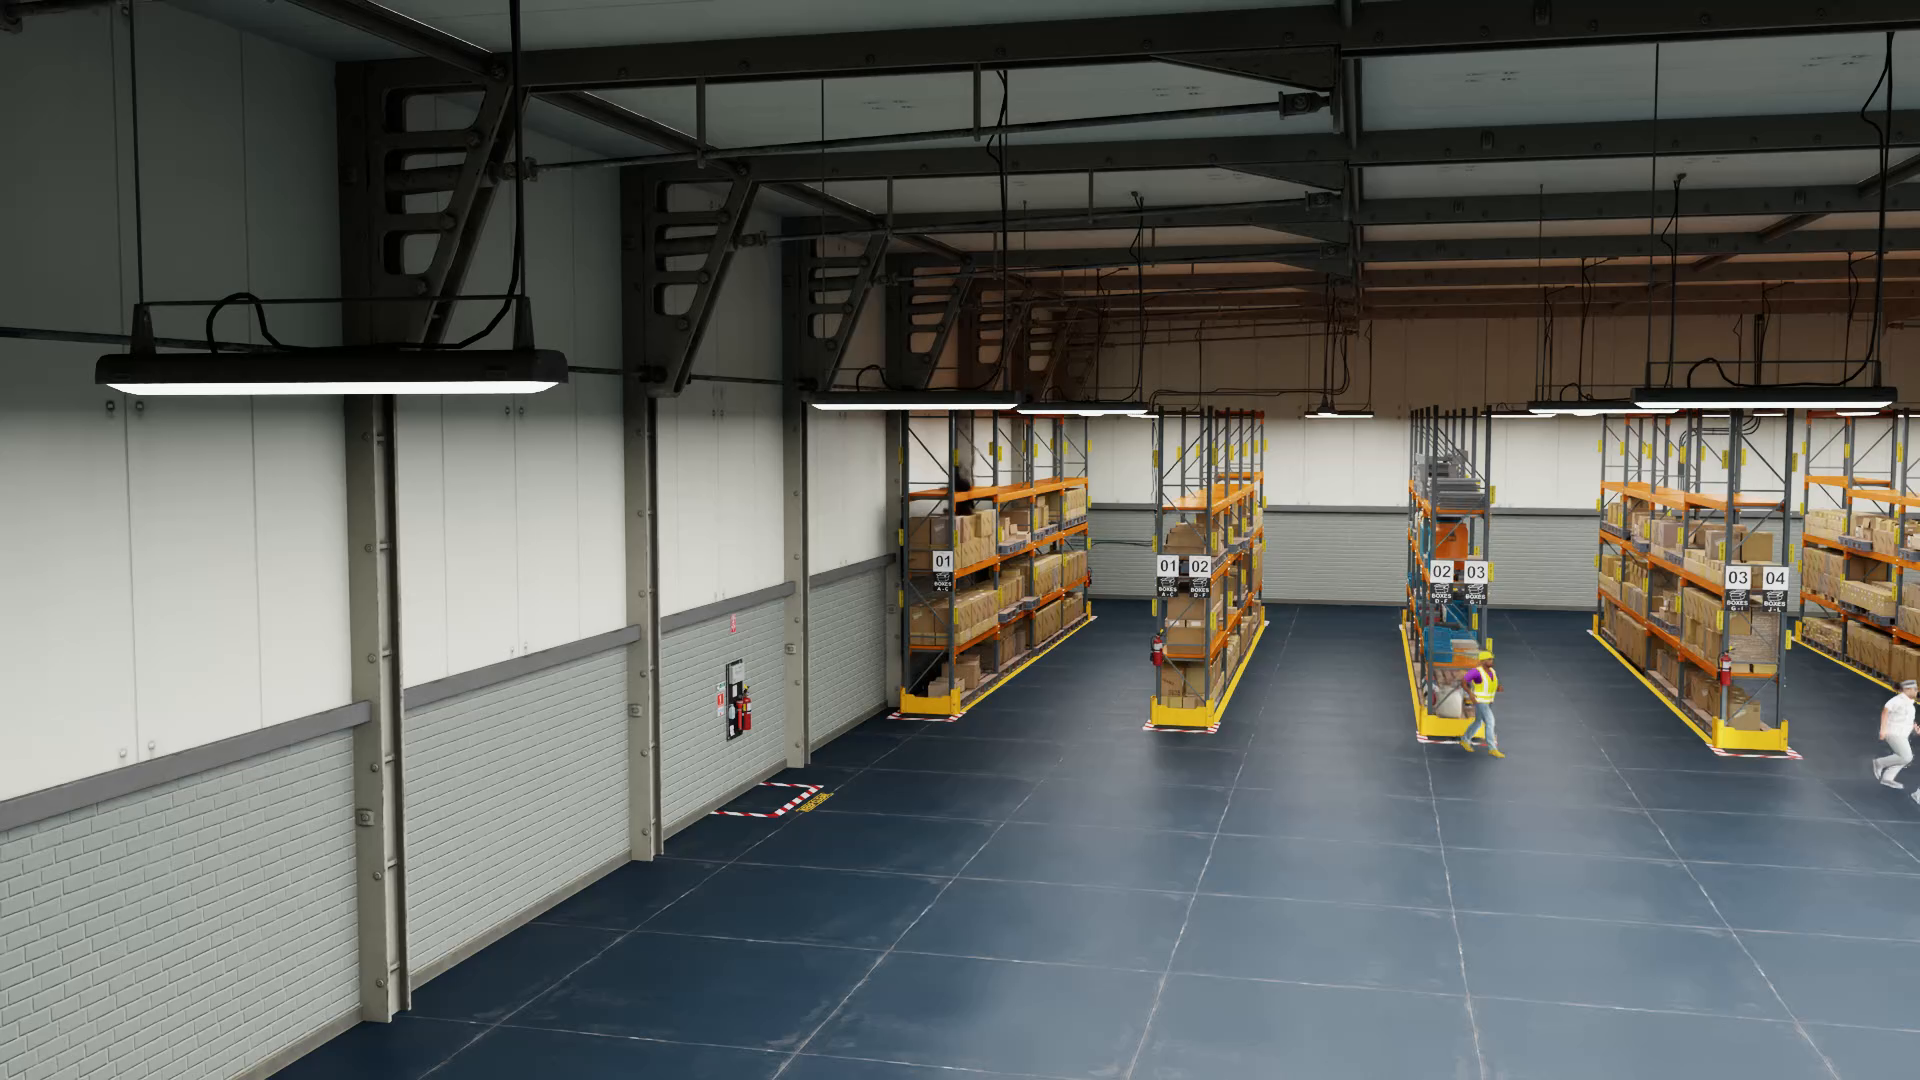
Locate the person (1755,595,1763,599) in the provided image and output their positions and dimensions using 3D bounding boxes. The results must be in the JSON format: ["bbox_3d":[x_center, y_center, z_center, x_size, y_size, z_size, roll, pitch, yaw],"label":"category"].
[{"bbox_3d":[20.389,1.852,42.776,0.632,1.689,0.659,2,4,20],"label":"person"}]

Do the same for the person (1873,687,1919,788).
[{"bbox_3d":[14.650,3.031,25.982,0.639,1.665,0.665,4,5,41],"label":"person"}]

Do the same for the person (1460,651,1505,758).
[{"bbox_3d":[8.934,2.763,28.318,0.686,1.759,0.907,-4,6,-44],"label":"person"}]

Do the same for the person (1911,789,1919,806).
[{"bbox_3d":[14.265,3.166,23.942,0.943,1.644,0.606,4,6,44],"label":"person"}]
